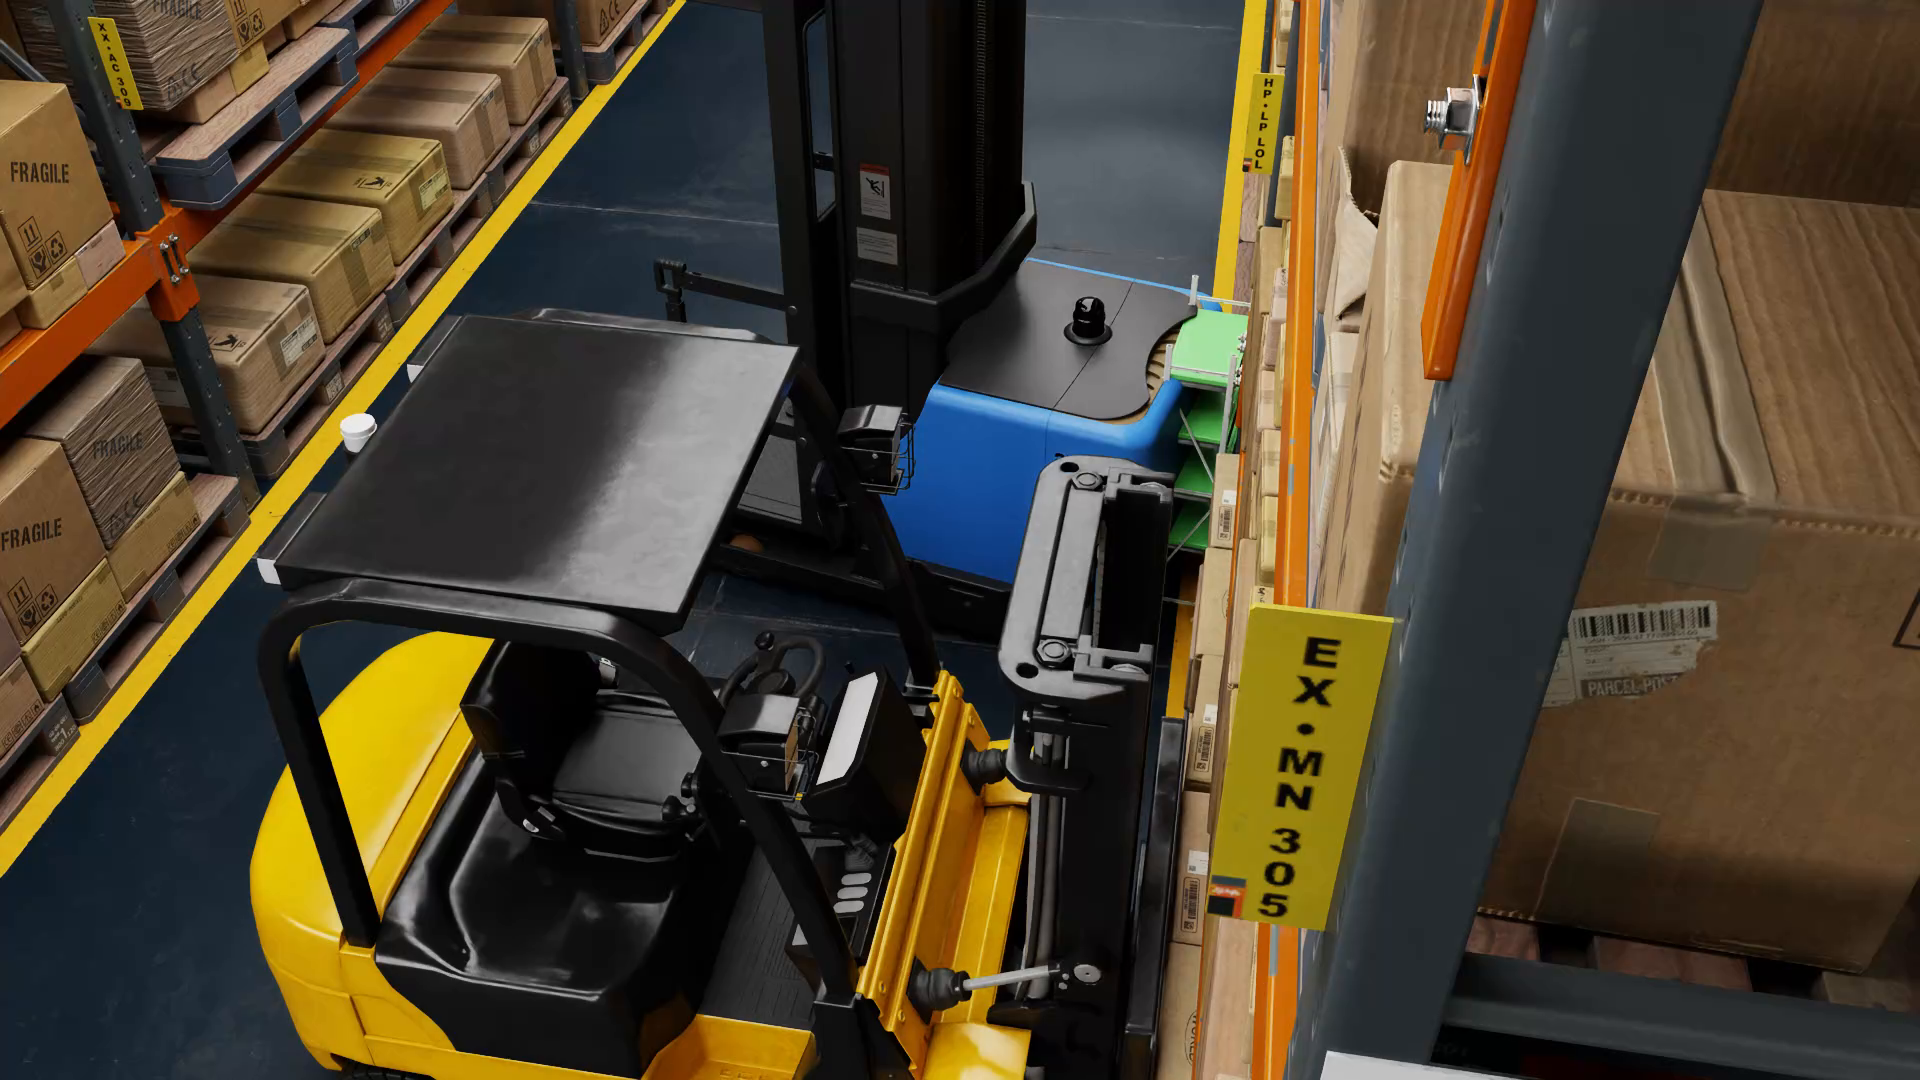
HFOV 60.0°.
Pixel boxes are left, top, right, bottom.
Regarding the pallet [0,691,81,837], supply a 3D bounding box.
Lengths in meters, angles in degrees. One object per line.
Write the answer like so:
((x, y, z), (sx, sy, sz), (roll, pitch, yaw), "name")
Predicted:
((-3.713, 0.921, 5.470), (1.003, 0.211, 1.213), (6, 40, 8), "pallet")

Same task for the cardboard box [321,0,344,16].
((-2.860, -2.378, 7.139), (0.380, 0.149, 0.250), (7, 40, 8), "cardboard box")

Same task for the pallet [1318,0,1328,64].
((1.344, -1.385, 3.787), (1.003, 0.211, 1.213), (6, 40, 8), "pallet")

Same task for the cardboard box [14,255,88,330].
((-3.215, -0.857, 5.630), (0.380, 0.149, 0.250), (7, 40, 9), "cardboard box")

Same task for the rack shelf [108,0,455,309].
((-3.077, -2.325, 7.772), (1.077, 0.370, 4.000), (6, 40, 8), "rack shelf")

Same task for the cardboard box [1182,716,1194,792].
((0.895, 0.804, 4.860), (0.500, 0.250, 0.500), (6, 40, 7), "cardboard box")

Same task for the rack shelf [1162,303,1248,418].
((0.888, -0.644, 5.926), (0.258, 0.148, 0.480), (11, 40, 13), "rack shelf")

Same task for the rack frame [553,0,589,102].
((-2.731, -3.857, 9.061), (1.000, 3.000, 0.127), (6, 40, 8), "rack frame")

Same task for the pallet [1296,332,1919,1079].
((0.922, 0.146, 1.935), (1.003, 0.211, 1.213), (6, 40, 8), "pallet")

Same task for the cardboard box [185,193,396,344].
((-3.214, -1.277, 7.673), (0.950, 0.372, 0.625), (9, 40, 10), "cardboard box")

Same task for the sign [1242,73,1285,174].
((0.930, -1.271, 5.087), (0.100, 0.325, 0.005), (6, 40, 8), "sign")

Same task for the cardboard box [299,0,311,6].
((-2.874, -2.547, 6.836), (0.500, 0.500, 0.500), (6, 40, 7), "cardboard box")

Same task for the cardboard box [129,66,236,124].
((-3.016, -1.724, 6.348), (0.380, 0.149, 0.250), (7, 40, 8), "cardboard box")

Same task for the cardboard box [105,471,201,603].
((-3.261, -0.048, 6.282), (0.500, 0.250, 0.500), (8, 40, 10), "cardboard box")

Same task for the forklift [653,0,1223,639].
((-0.579, -1.279, 5.997), (3.031, 2.935, 1.130), (14, 42, 17), "forklift")

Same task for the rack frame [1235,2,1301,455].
((1.466, -0.802, 5.366), (1.000, 3.000, 0.127), (6, 40, 8), "rack frame")

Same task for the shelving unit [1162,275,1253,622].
((0.887, -0.319, 6.186), (0.258, 1.200, 0.503), (11, 40, 13), "shelving unit")

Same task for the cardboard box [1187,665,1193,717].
((0.984, 0.684, 5.397), (0.500, 0.250, 0.500), (6, 40, 7), "cardboard box")

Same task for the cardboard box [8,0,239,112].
((-3.060, -1.924, 6.082), (0.500, 0.500, 0.500), (7, 40, 9), "cardboard box")

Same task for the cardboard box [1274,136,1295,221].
((1.119, -1.038, 4.830), (0.380, 0.149, 0.250), (7, 40, 9), "cardboard box")

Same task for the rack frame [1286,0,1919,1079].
((0.774, -0.603, 0.418), (1.000, 3.000, 0.127), (6, 40, 8), "rack frame")

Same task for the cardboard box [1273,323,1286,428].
((0.963, -0.386, 4.042), (0.380, 0.149, 0.250), (6, 40, 7), "cardboard box")

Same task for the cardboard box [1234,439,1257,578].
((0.972, 0.056, 4.250), (0.500, 0.500, 0.500), (6, 40, 7), "cardboard box")

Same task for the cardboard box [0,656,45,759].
((-3.436, 0.606, 5.492), (0.500, 0.250, 0.500), (7, 40, 8), "cardboard box")

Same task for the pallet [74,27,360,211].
((-3.148, -1.736, 6.647), (1.003, 0.211, 1.213), (6, 40, 8), "pallet")

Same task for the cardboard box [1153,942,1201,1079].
((0.707, 1.259, 3.917), (0.500, 0.250, 0.500), (7, 40, 8), "cardboard box")

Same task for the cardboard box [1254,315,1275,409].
((0.975, -0.443, 4.345), (0.380, 0.149, 0.250), (7, 40, 9), "cardboard box")

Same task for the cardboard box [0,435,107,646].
((-3.347, -0.018, 5.657), (0.500, 0.500, 0.500), (7, 40, 8), "cardboard box")

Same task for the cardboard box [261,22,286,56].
((-2.991, -2.066, 6.762), (0.380, 0.149, 0.250), (9, 40, 11), "cardboard box")

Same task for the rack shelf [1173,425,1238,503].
((0.887, -0.269, 6.226), (0.258, 0.148, 0.480), (11, 40, 13), "rack shelf")

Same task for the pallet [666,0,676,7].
((-2.307, -4.032, 11.461), (1.003, 0.211, 1.213), (6, 40, 8), "pallet")

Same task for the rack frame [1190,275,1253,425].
((0.956, -0.465, 6.368), (0.240, 1.200, 0.015), (11, 40, 13), "rack frame")

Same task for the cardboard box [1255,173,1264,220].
((1.377, -1.405, 6.213), (0.500, 0.250, 0.500), (6, 40, 7), "cardboard box")

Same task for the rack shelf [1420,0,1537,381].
((1.120, -1.427, 2.293), (1.077, 0.370, 4.000), (6, 40, 8), "rack shelf")

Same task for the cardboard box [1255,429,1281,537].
((0.902, -0.119, 3.952), (0.380, 0.149, 0.250), (5, 40, 6), "cardboard box")

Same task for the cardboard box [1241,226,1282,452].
((1.132, -0.591, 5.032), (0.500, 0.500, 0.500), (5, 40, 6), "cardboard box")

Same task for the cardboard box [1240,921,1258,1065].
((0.659, 0.732, 2.690), (0.380, 0.149, 0.250), (7, 40, 9), "cardboard box")

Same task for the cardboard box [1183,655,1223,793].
((0.900, 0.613, 4.698), (0.500, 0.250, 0.500), (8, 40, 9), "cardboard box")

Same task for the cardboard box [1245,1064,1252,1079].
((0.678, 0.852, 2.778), (0.380, 0.149, 0.250), (7, 40, 9), "cardboard box")

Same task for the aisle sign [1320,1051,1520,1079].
((0.474, 0.716, 1.490), (0.394, 0.787, 0.004), (6, 40, 8), "aisle sign")

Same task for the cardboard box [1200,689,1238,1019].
((0.788, 0.686, 3.488), (0.500, 0.500, 0.500), (6, 40, 7), "cardboard box")

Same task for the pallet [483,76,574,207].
((-2.868, -2.292, 9.357), (1.003, 0.211, 1.213), (6, 40, 8), "pallet")

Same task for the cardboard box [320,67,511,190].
((-2.958, -2.189, 8.776), (0.950, 0.372, 0.625), (6, 40, 7), "cardboard box")

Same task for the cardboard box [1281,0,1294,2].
((1.476, -1.917, 6.440), (0.500, 0.250, 0.500), (7, 40, 9), "cardboard box")

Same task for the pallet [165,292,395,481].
((-3.290, -0.761, 7.504), (1.003, 0.211, 1.213), (6, 40, 8), "pallet")

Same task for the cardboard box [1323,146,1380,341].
((0.662, -0.309, 2.113), (0.396, 0.266, 0.258), (6, 40, 8), "cardboard box")

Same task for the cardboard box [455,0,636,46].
((-2.530, -3.624, 10.117), (0.875, 0.875, 0.875), (6, 40, 7), "cardboard box")

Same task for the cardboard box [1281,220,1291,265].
((1.152, -0.919, 4.920), (0.380, 0.149, 0.250), (6, 40, 7), "cardboard box")

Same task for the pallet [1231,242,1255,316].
((1.764, -0.962, 7.747), (1.003, 0.211, 1.213), (6, 40, 8), "pallet")

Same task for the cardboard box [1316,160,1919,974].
((0.611, 0.009, 1.544), (0.500, 0.500, 0.500), (8, 40, 9), "cardboard box")

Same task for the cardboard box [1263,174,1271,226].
((1.300, -1.273, 5.661), (0.500, 0.250, 0.500), (6, 40, 7), "cardboard box")

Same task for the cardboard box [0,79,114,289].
((-3.255, -1.194, 5.528), (0.500, 0.500, 0.500), (5, 40, 7), "cardboard box")

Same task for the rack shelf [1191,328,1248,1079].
((1.120, 0.731, 4.077), (1.077, 0.370, 4.000), (6, 40, 8), "rack shelf")

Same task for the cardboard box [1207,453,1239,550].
((1.074, -0.020, 5.464), (0.500, 0.250, 0.500), (6, 40, 7), "cardboard box")
